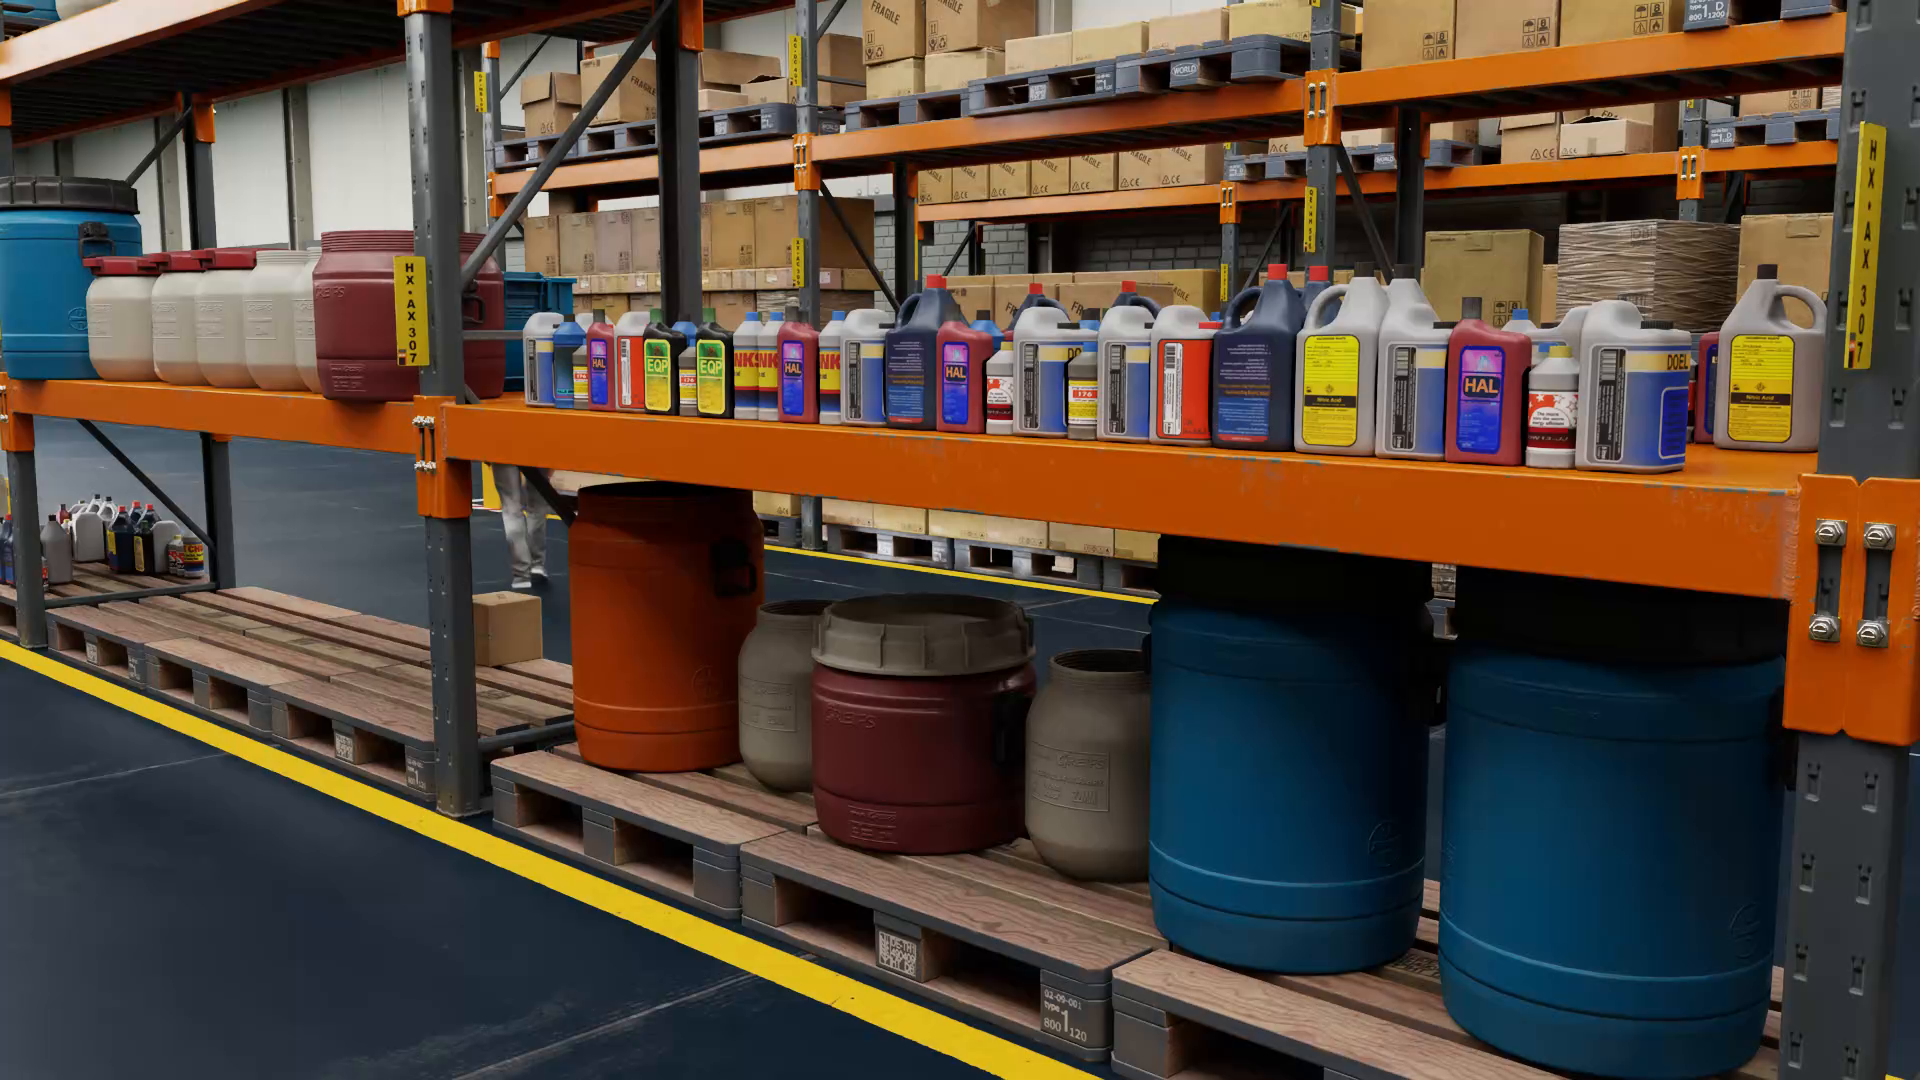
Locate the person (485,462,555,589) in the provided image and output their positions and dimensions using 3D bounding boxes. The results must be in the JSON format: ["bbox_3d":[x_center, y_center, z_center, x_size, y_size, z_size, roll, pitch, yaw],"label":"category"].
[{"bbox_3d":[-2.590,-0.502,9.725,0.424,1.592,0.799,-3,8,-20],"label":"person"}]
